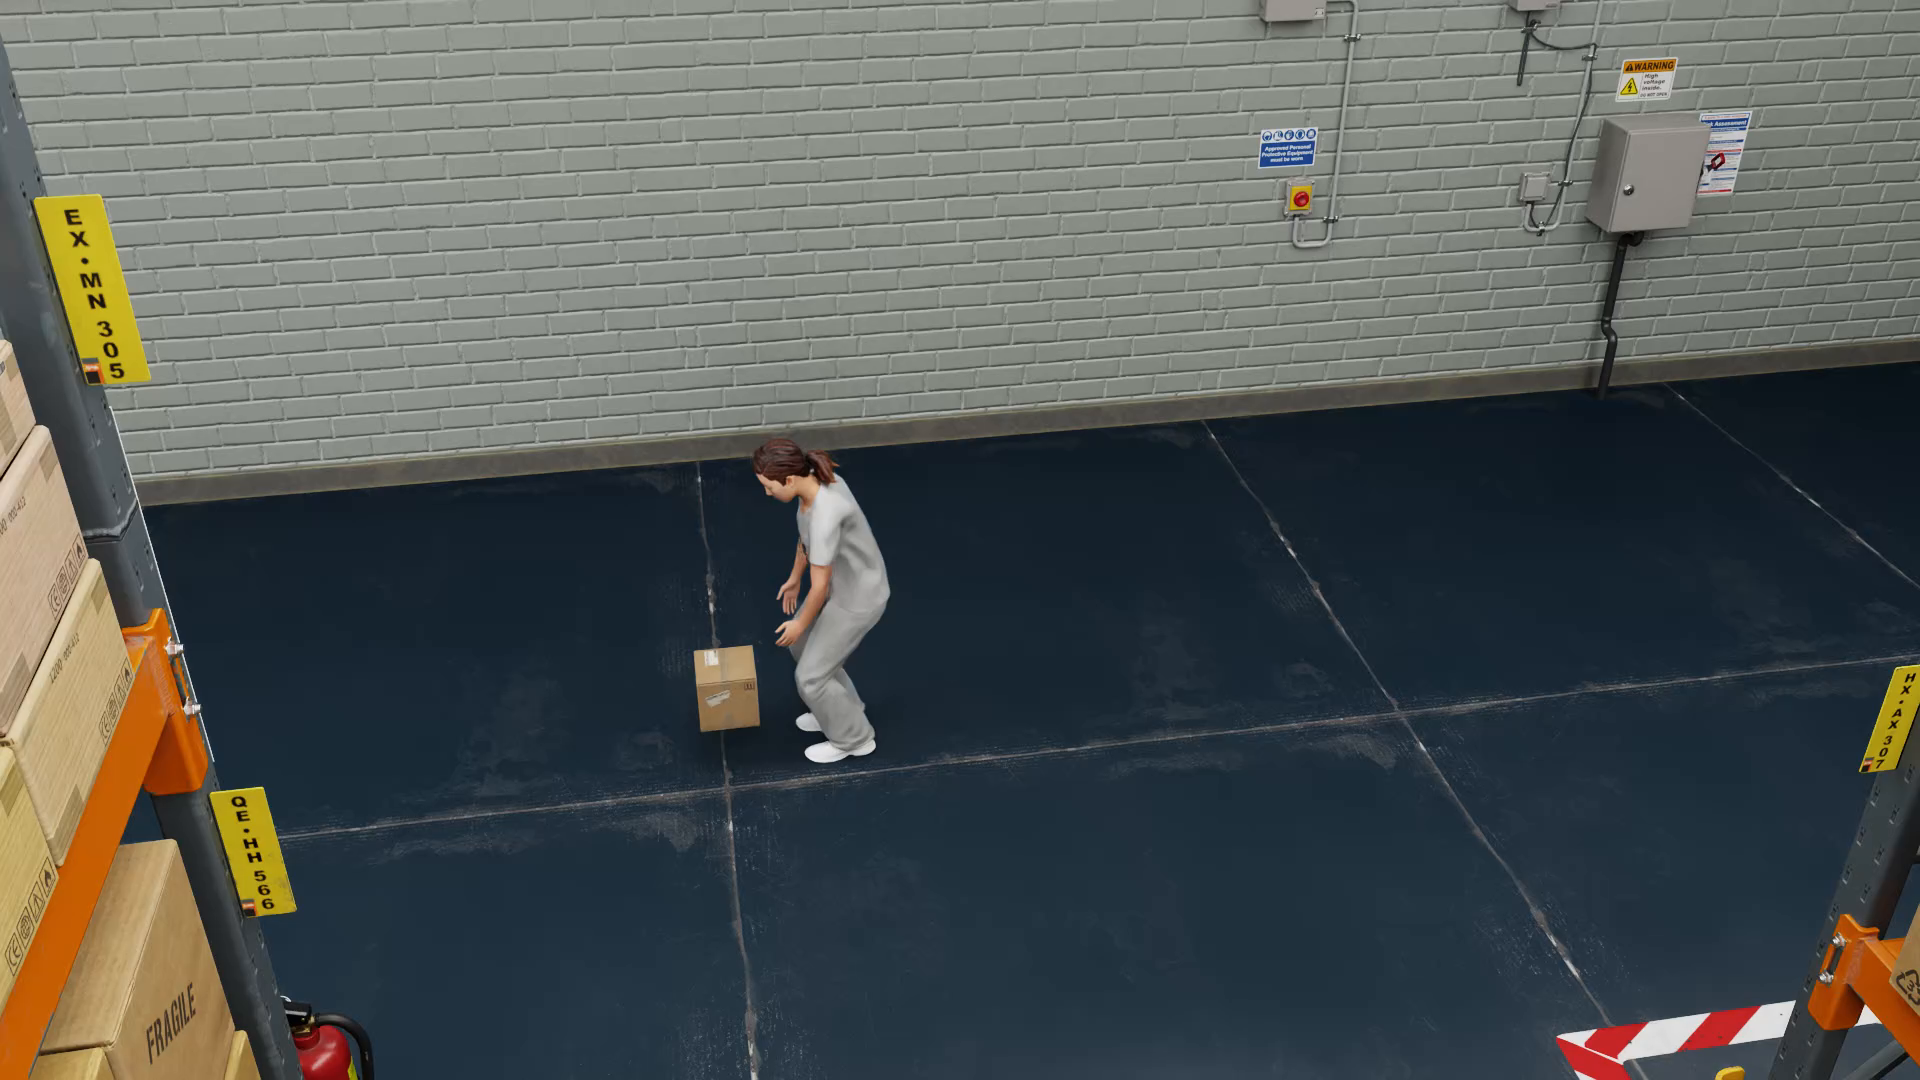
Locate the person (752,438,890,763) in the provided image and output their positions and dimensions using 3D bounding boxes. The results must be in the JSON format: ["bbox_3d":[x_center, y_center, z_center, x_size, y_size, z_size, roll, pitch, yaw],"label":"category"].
[{"bbox_3d":[-0.555,0.244,6.889,0.532,1.515,0.483,-5,31,-8],"label":"person"}]
